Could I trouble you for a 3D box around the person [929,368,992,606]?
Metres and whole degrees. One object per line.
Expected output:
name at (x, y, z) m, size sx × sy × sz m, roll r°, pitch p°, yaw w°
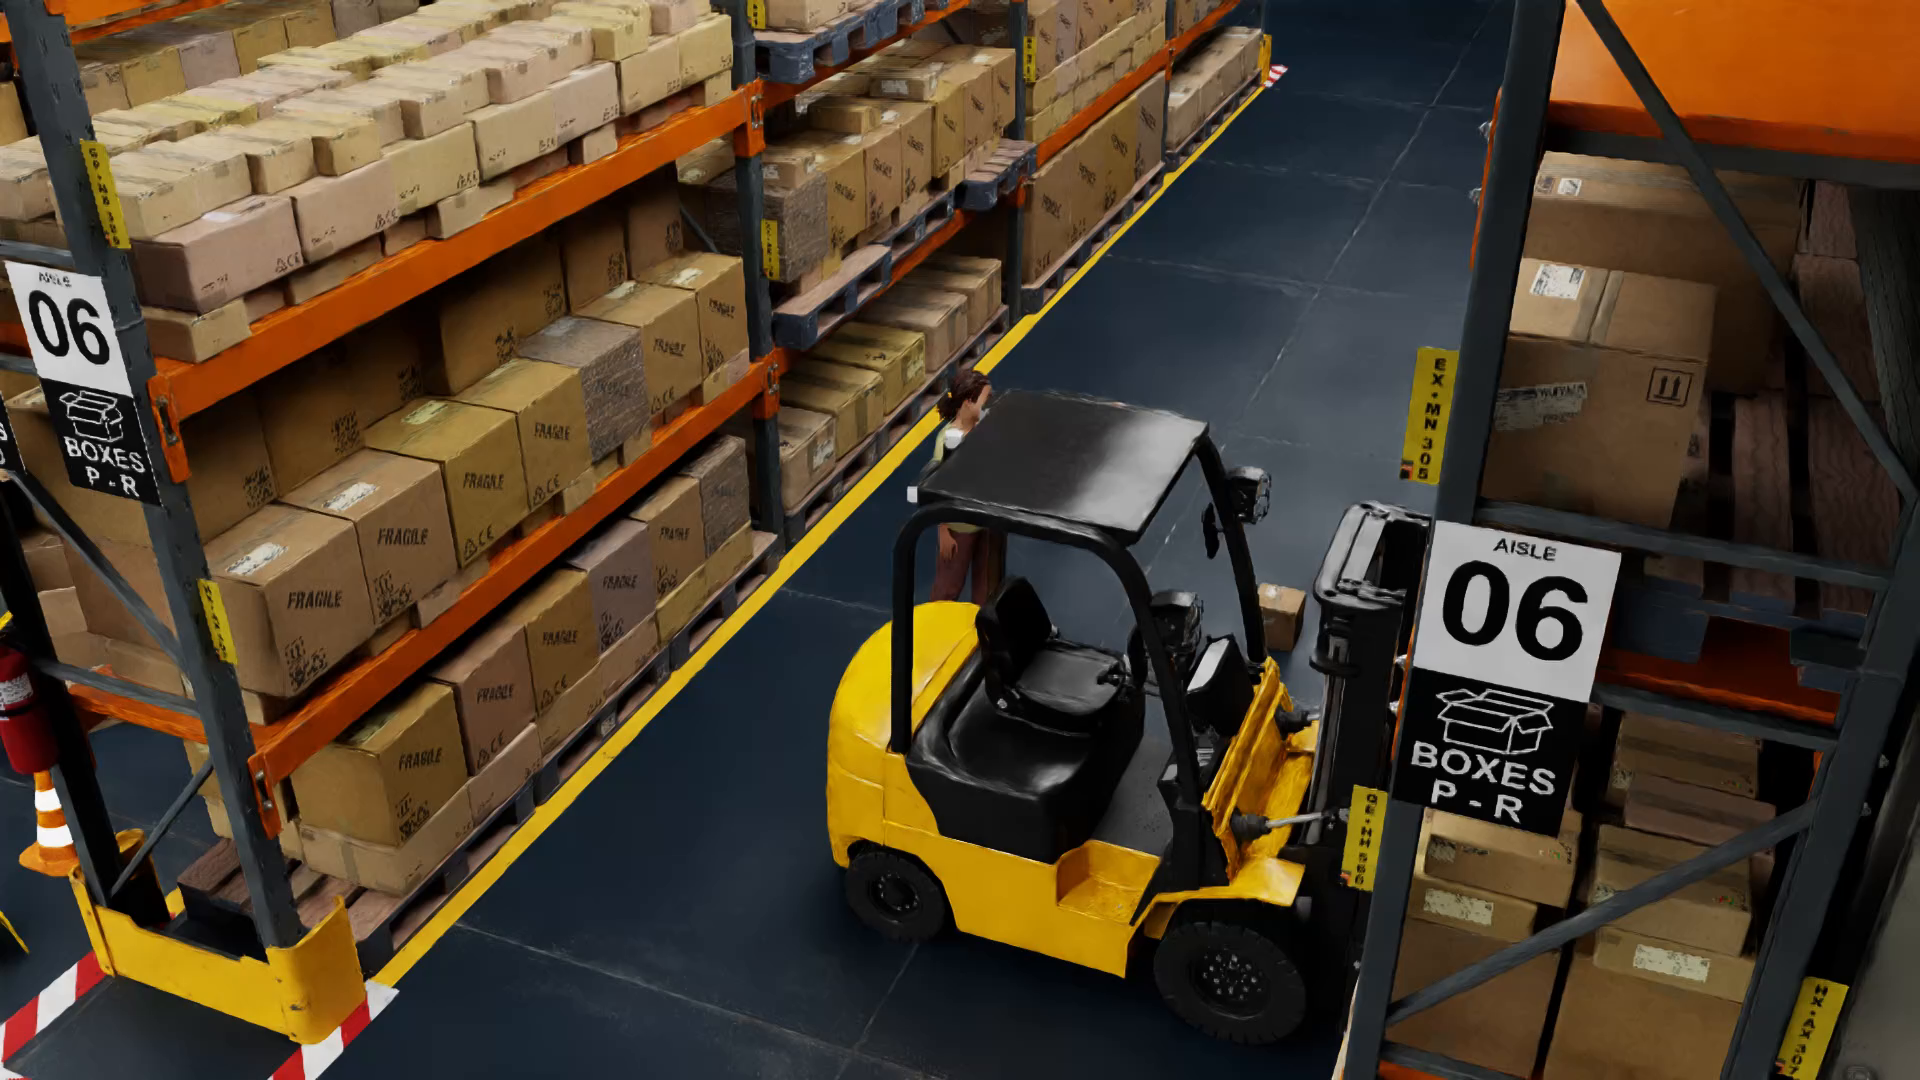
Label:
person at (0.077, -0.086, 8.498) m, size 0.493 × 1.670 × 0.546 m, roll 19°, pitch 35°, yaw 30°
